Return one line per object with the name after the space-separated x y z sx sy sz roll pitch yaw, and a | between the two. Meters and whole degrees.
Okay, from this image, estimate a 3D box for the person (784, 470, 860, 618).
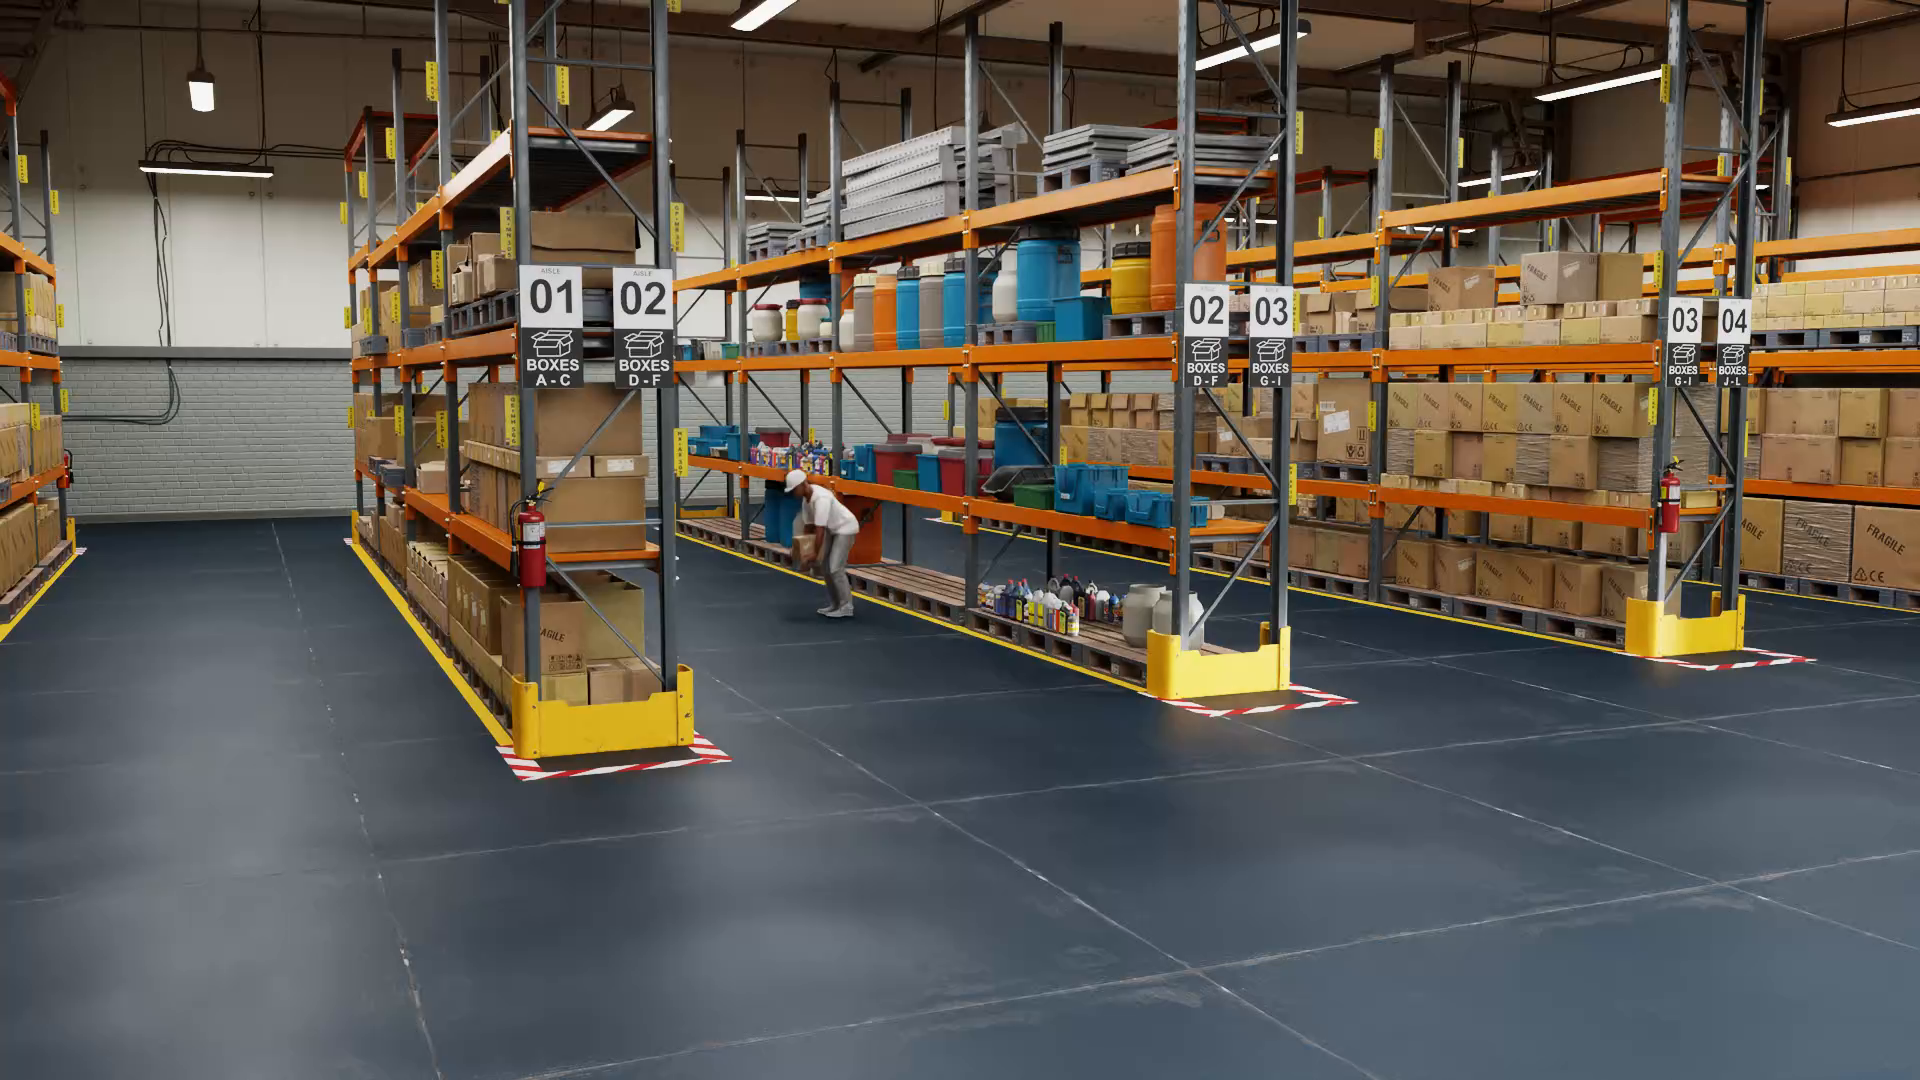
-1.452 0.032 17.423 0.799 1.554 0.477 -2 6 -25 | person
